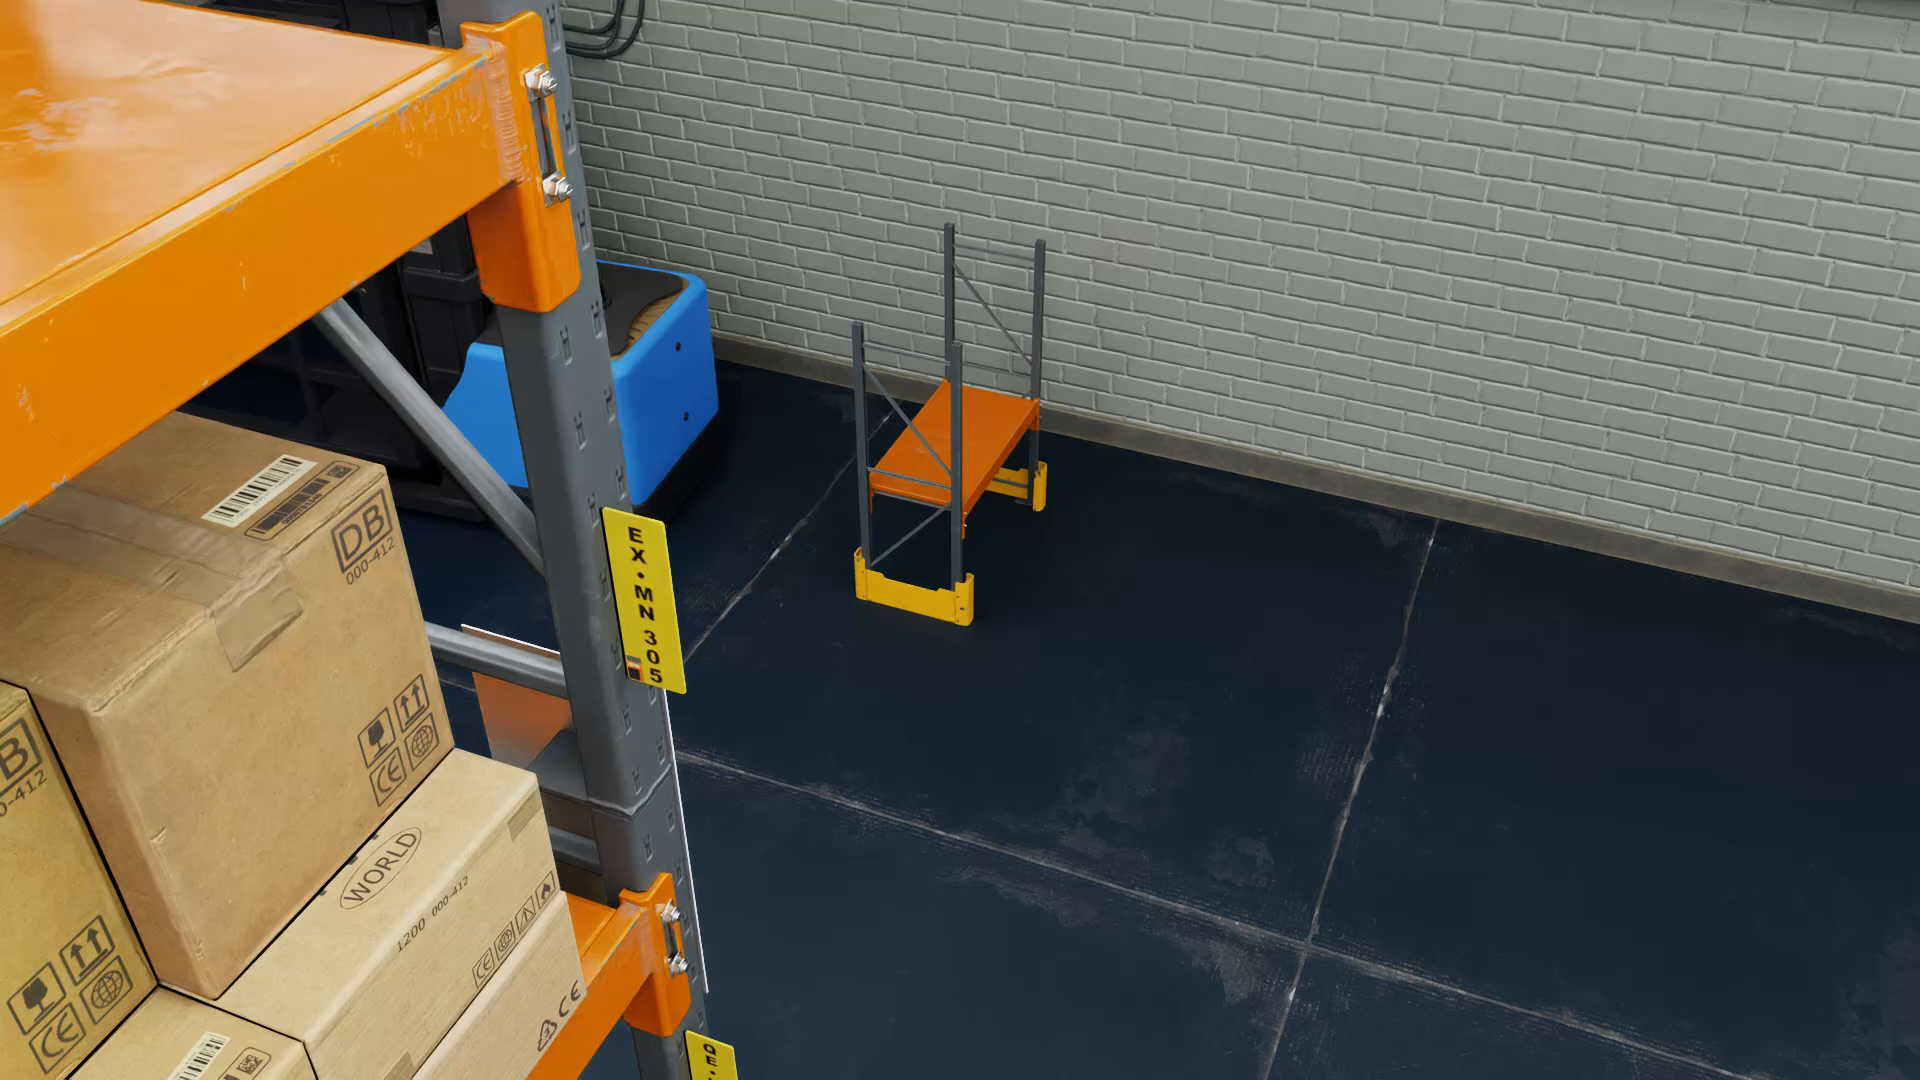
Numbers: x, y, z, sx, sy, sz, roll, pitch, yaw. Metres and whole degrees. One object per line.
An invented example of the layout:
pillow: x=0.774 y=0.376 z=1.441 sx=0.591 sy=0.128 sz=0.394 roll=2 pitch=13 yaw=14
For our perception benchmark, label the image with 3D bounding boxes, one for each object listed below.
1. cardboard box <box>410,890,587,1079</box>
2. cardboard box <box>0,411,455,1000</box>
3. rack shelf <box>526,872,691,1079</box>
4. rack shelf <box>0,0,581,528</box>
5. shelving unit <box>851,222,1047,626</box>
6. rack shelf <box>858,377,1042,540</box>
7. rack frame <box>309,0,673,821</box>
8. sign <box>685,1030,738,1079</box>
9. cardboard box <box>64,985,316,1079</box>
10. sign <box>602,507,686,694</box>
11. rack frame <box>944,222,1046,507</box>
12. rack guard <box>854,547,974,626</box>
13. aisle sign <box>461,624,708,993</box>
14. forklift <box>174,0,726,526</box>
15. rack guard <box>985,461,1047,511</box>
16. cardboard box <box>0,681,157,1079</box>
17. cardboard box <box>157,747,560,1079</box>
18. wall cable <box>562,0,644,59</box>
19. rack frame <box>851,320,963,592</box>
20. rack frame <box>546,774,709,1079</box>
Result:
cardboard box: x=-0.925 y=0.717 z=2.507 sx=0.500 sy=0.250 sz=0.500 roll=14 pitch=39 yaw=18
cardboard box: x=-1.154 y=0.160 z=2.208 sx=0.700 sy=0.500 sz=0.500 roll=14 pitch=39 yaw=18
rack shelf: x=-1.734 y=1.707 z=1.657 sx=1.077 sy=0.370 sz=4.000 roll=14 pitch=39 yaw=18
rack shelf: x=-1.734 y=0.507 z=0.760 sx=1.077 sy=0.370 sz=4.000 roll=14 pitch=39 yaw=18
shelving unit: x=-0.029 y=-0.559 z=7.846 sx=0.587 sy=1.500 sz=1.083 roll=14 pitch=39 yaw=18
rack shelf: x=-0.032 y=-0.409 z=7.947 sx=0.538 sy=0.185 sz=1.000 roll=14 pitch=39 yaw=18
rack frame: x=-0.973 y=-0.890 z=2.025 sx=1.000 sy=3.000 sz=0.127 roll=14 pitch=39 yaw=18
sign: x=-0.468 y=1.061 z=3.196 sx=0.100 sy=0.325 sz=0.005 roll=14 pitch=39 yaw=18
cardboard box: x=-1.123 y=0.791 z=1.990 sx=0.500 sy=0.250 sz=0.500 roll=14 pitch=39 yaw=18
sign: x=-0.468 y=0.095 z=2.474 sx=0.100 sy=0.325 sz=0.005 roll=14 pitch=39 yaw=18
rack frame: x=0.161 y=-0.835 z=8.216 sx=0.500 sy=1.500 sz=0.032 roll=14 pitch=39 yaw=18
rack guard: x=-0.219 y=0.218 z=7.851 sx=0.587 sy=0.250 sz=0.087 roll=14 pitch=39 yaw=18
aisle sign: x=-0.664 y=0.504 z=3.000 sx=0.394 sy=0.787 sz=0.004 roll=14 pitch=39 yaw=18
forklift: x=-2.829 y=-1.632 z=8.086 sx=3.031 sy=2.935 sz=1.130 roll=11 pitch=38 yaw=14
rack guard: x=0.160 y=-0.334 z=8.589 sx=0.587 sy=0.250 sz=0.087 roll=14 pitch=39 yaw=18
cardboard box: x=-1.422 y=0.417 z=1.864 sx=0.700 sy=0.500 sz=0.500 roll=14 pitch=39 yaw=18
cardboard box: x=-0.933 y=0.514 z=2.360 sx=0.500 sy=0.250 sz=0.500 roll=14 pitch=39 yaw=18
wall cable: x=-3.073 y=-3.822 z=8.542 sx=3.097 sy=2.526 sz=0.112 roll=14 pitch=39 yaw=18
rack frame: x=-0.226 y=-0.272 z=7.463 sx=0.500 sy=1.500 sz=0.032 roll=14 pitch=39 yaw=18
rack frame: x=-0.973 y=1.513 z=3.821 sx=1.000 sy=3.000 sz=0.127 roll=14 pitch=39 yaw=18
